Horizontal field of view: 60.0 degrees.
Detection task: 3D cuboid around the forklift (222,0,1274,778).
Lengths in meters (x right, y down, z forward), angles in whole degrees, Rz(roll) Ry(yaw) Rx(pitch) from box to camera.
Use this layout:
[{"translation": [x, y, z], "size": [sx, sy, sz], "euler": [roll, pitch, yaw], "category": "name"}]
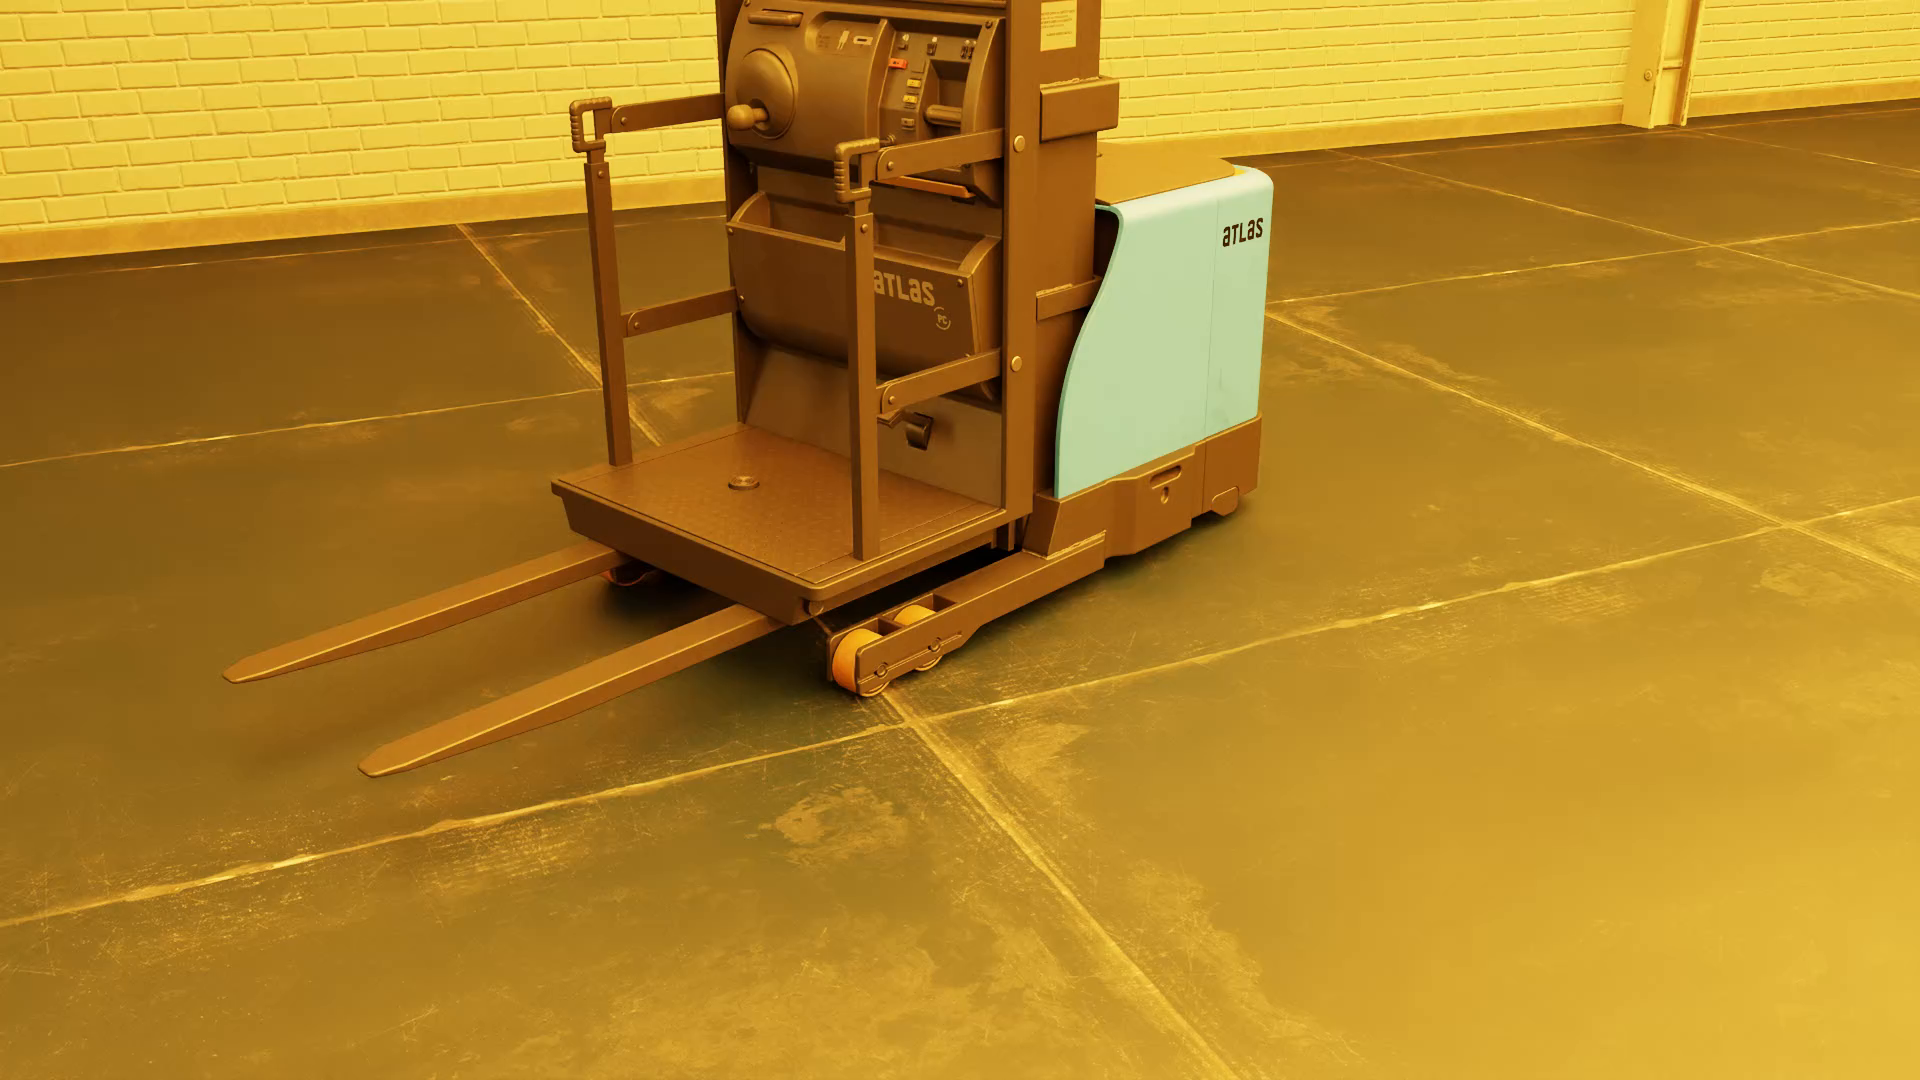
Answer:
[{"translation": [-0.413, -1.182, 4.131], "size": [1.130, 2.935, 3.031], "euler": [19, 29, 39], "category": "forklift"}]
